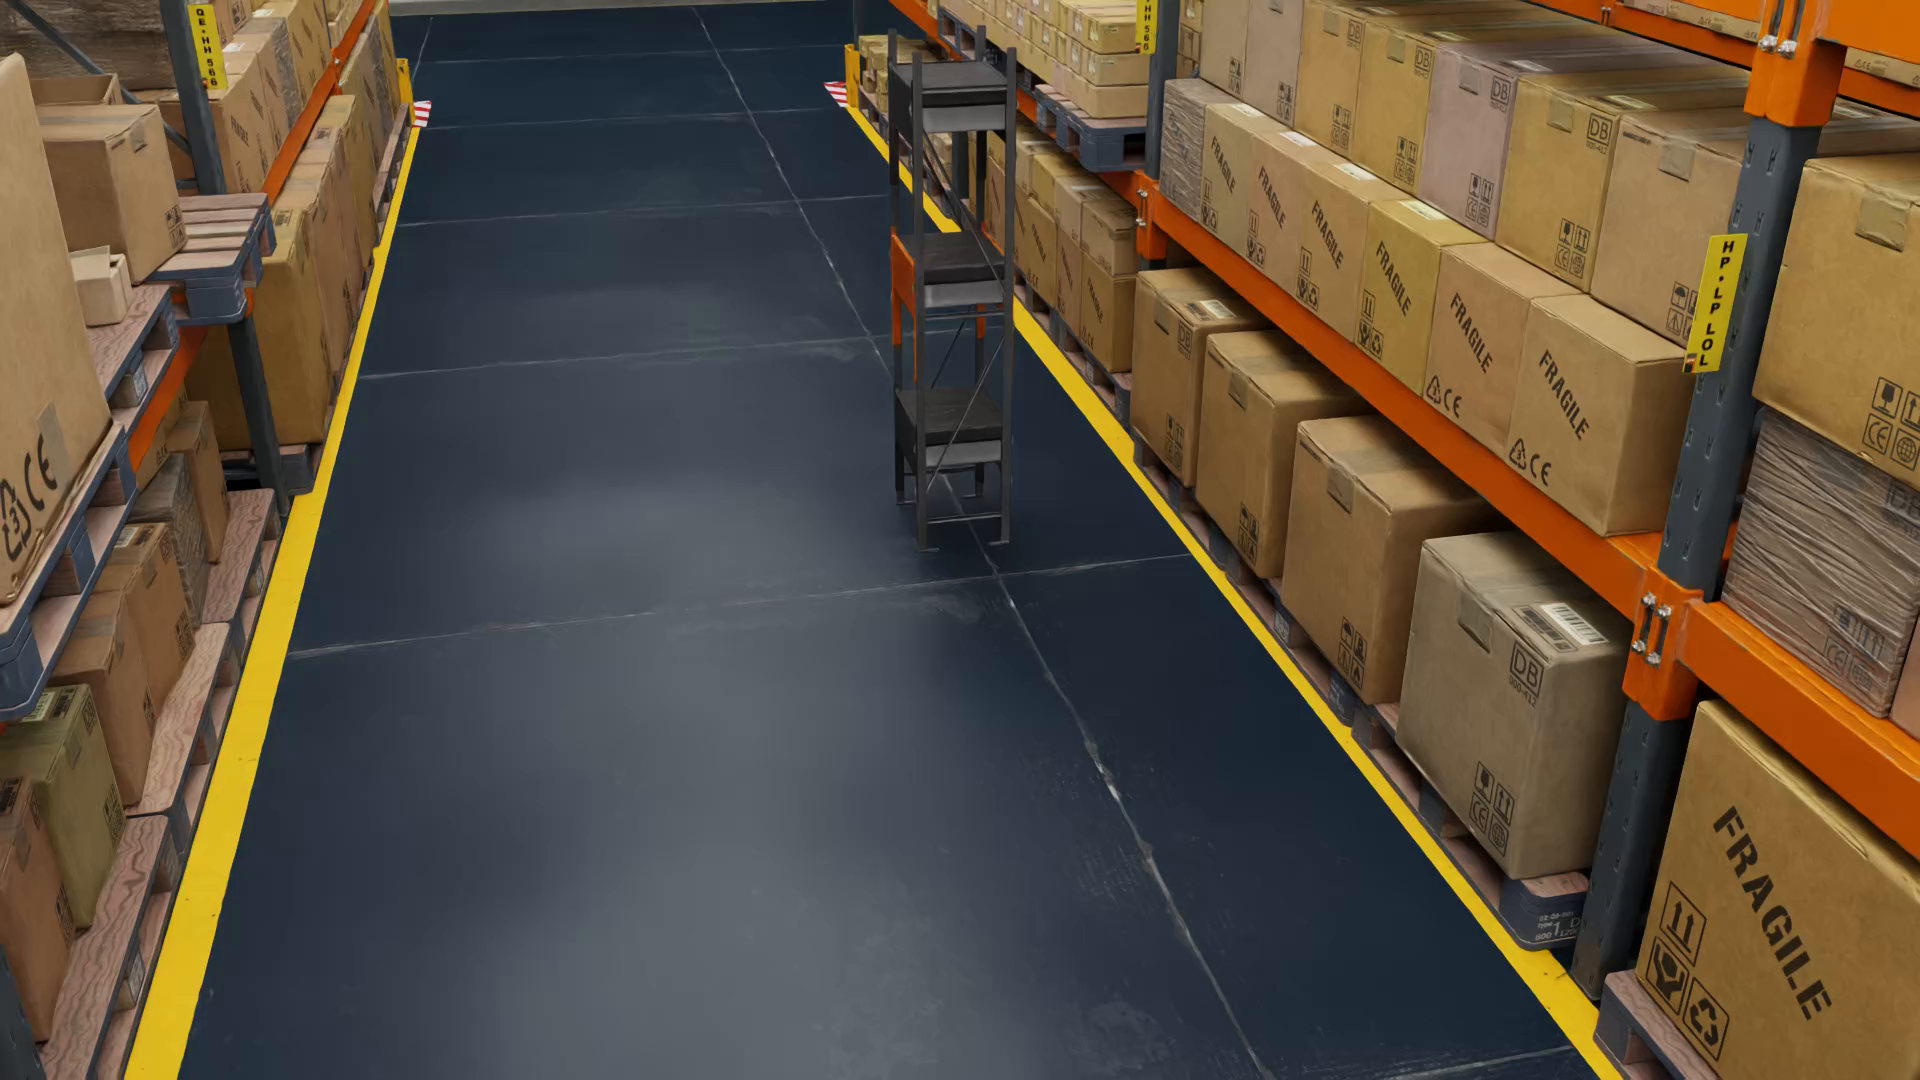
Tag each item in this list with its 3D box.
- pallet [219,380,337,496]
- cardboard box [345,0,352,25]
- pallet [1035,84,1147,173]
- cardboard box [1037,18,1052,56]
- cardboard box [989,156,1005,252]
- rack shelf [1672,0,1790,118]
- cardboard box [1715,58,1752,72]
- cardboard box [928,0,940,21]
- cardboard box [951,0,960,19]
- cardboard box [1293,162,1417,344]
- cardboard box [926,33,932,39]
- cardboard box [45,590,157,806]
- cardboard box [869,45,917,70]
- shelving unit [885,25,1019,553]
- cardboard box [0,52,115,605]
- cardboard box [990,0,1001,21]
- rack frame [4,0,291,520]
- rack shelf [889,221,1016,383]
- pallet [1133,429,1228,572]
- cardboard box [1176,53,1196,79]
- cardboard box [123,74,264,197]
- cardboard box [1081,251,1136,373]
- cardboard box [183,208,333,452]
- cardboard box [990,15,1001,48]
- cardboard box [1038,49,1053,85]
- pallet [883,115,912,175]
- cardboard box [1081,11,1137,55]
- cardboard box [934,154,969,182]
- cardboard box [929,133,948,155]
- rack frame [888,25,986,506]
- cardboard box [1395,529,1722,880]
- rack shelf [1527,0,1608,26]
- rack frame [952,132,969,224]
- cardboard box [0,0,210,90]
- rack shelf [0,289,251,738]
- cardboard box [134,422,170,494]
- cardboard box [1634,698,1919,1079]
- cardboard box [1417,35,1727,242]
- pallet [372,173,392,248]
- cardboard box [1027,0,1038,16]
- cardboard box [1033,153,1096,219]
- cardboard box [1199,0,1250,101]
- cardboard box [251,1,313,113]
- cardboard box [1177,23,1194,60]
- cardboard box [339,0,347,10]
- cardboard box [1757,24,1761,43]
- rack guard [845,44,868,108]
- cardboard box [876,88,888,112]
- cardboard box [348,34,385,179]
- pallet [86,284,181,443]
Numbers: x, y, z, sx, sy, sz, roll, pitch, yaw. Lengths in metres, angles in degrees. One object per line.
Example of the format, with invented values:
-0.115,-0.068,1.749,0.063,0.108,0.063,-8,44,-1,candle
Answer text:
-3.613,-0.519,8.045,1.003,0.211,1.213,-6,27,-12,pallet
-4.333,-3.564,11.261,0.380,0.149,0.250,-7,28,-13,cardboard box
1.082,-2.086,8.267,1.213,0.211,1.003,-6,27,-12,pallet
0.612,-2.591,8.536,0.380,0.149,0.250,-6,27,-11,cardboard box
0.474,-2.114,10.417,0.500,0.500,0.500,-5,27,-9,cardboard box
1.797,-2.010,5.372,1.077,0.370,4.000,-6,27,-12,rack shelf
5.673,-2.752,11.265,0.875,0.875,0.875,-5,27,-10,cardboard box
-0.012,-3.717,11.565,0.380,0.149,0.250,-7,28,-13,cardboard box
0.153,-3.360,10.391,0.380,0.149,0.250,-6,27,-11,cardboard box
1.525,-1.027,5.844,0.500,0.500,0.500,-6,27,-12,cardboard box
-0.091,-4.355,14.588,0.380,0.149,0.250,-6,27,-11,cardboard box
-2.941,0.536,5.144,0.700,0.500,0.500,-8,28,-16,cardboard box
-0.559,-4.065,14.013,0.380,0.149,0.250,-6,27,-12,cardboard box
-0.037,-1.010,6.921,0.431,2.100,0.503,-6,27,-12,shelving unit
-2.650,-0.473,3.726,1.000,1.000,1.000,-6,27,-11,cardboard box
0.386,-3.039,9.424,0.380,0.149,0.250,-6,27,-12,cardboard box
-3.509,-1.410,6.716,1.000,3.000,0.127,-6,27,-12,rack frame
-0.037,-0.998,6.927,0.431,0.518,0.480,-6,27,-12,rack shelf
1.450,-0.271,7.553,1.003,0.211,1.213,-6,27,-12,pallet
1.320,-2.398,8.485,0.380,0.149,0.250,-5,27,-9,cardboard box
-3.354,-1.696,7.170,0.500,0.500,0.500,-5,27,-10,cardboard box
0.943,-1.204,8.614,0.500,0.500,0.500,-6,27,-12,cardboard box
-3.644,-0.954,7.704,1.225,0.875,0.875,-7,28,-14,cardboard box
0.385,-2.909,9.497,0.380,0.149,0.250,-6,27,-13,cardboard box
0.622,-2.447,8.582,0.380,0.149,0.250,-6,27,-12,cardboard box
-0.020,-3.209,13.373,1.003,0.211,1.213,-6,27,-12,pallet
0.789,-2.379,7.788,0.380,0.149,0.250,-7,28,-14,cardboard box
0.024,-2.678,11.925,0.380,0.149,0.250,-6,27,-11,cardboard box
-0.009,-2.897,12.028,0.380,0.149,0.250,-7,28,-14,cardboard box
-0.092,-1.117,7.133,0.400,2.100,0.015,-6,27,-12,rack frame
2.020,0.440,5.081,1.050,0.750,0.750,-6,27,-12,cardboard box
4.794,-4.730,14.090,1.077,0.370,4.000,-6,27,-12,rack shelf
0.445,-3.626,11.105,1.000,3.000,0.127,-6,27,-12,rack frame
-3.658,-2.226,7.106,0.797,0.503,0.637,-5,27,-10,cardboard box
-3.058,-0.211,5.138,1.077,0.370,4.000,-6,27,-12,rack shelf
-3.199,-0.303,5.975,0.500,0.250,0.500,-3,27,-6,cardboard box
2.321,0.931,3.969,0.875,0.875,0.875,-6,27,-11,cardboard box
1.898,-1.270,5.216,0.700,0.500,0.500,-6,27,-11,cardboard box
-4.506,-2.263,11.500,1.003,0.211,1.213,-6,27,-12,pallet
0.563,-2.828,8.677,0.380,0.149,0.250,-6,27,-12,cardboard box
0.713,-1.995,9.349,0.500,0.250,0.500,-5,27,-10,cardboard box
1.437,-2.163,6.985,0.700,0.500,0.500,-6,27,-12,cardboard box
-3.810,-2.587,8.935,0.500,0.500,0.500,-6,27,-12,cardboard box
1.306,-2.546,8.448,0.380,0.149,0.250,-7,28,-13,cardboard box
-4.368,-3.684,11.056,0.500,0.250,0.500,-6,27,-12,cardboard box
5.408,-3.212,10.451,0.500,0.250,0.500,-6,27,-12,cardboard box
-0.440,-4.233,15.081,1.175,0.500,0.348,-6,27,-12,rack guard
-0.498,-3.696,13.941,0.380,0.149,0.250,-6,27,-11,cardboard box
-4.684,-3.098,11.952,0.875,0.875,0.875,-6,27,-12,cardboard box
-3.023,-0.460,5.045,1.003,0.211,1.213,-6,27,-12,pallet
